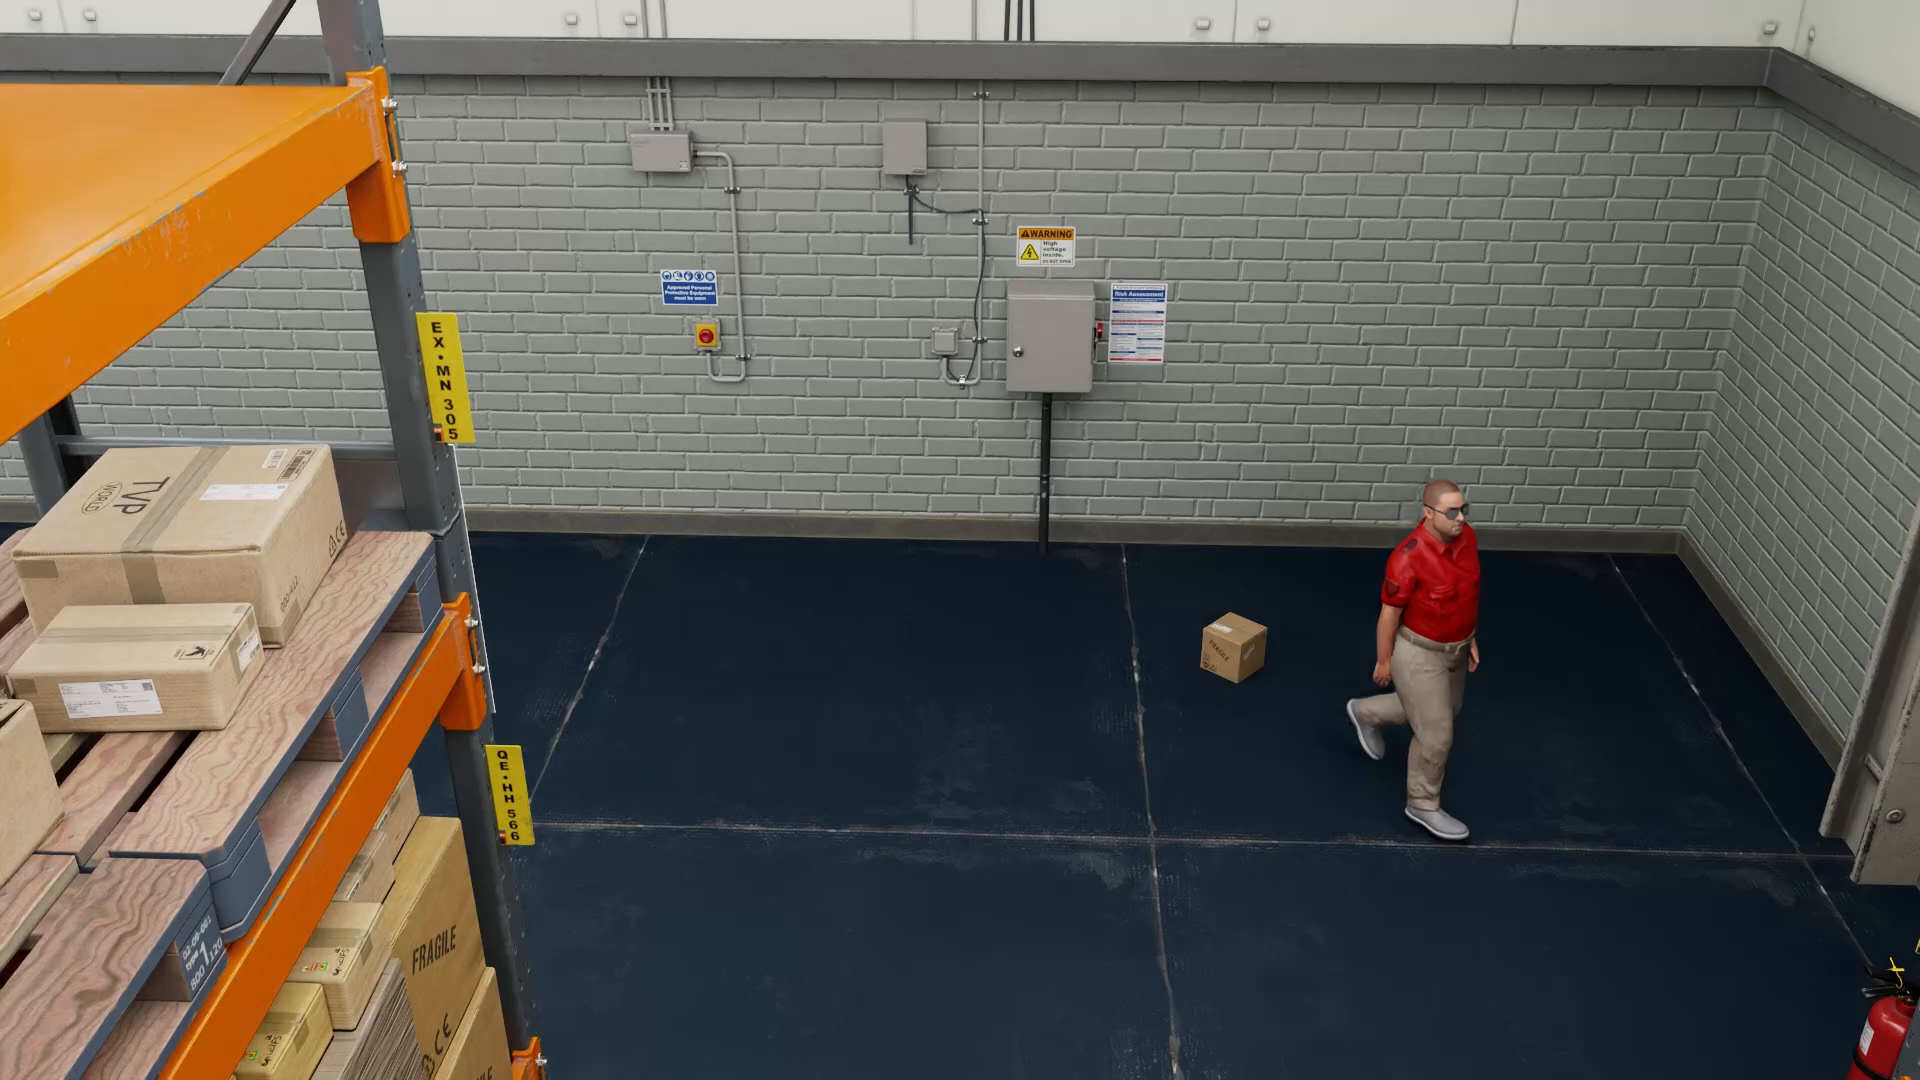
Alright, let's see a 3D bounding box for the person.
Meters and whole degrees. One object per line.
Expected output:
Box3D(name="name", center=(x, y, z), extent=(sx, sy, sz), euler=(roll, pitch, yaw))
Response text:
Box3D(name="person", center=(2.135, 0.487, 7.683), extent=(0.531, 1.689, 0.855), euler=(-22, 35, -35))
